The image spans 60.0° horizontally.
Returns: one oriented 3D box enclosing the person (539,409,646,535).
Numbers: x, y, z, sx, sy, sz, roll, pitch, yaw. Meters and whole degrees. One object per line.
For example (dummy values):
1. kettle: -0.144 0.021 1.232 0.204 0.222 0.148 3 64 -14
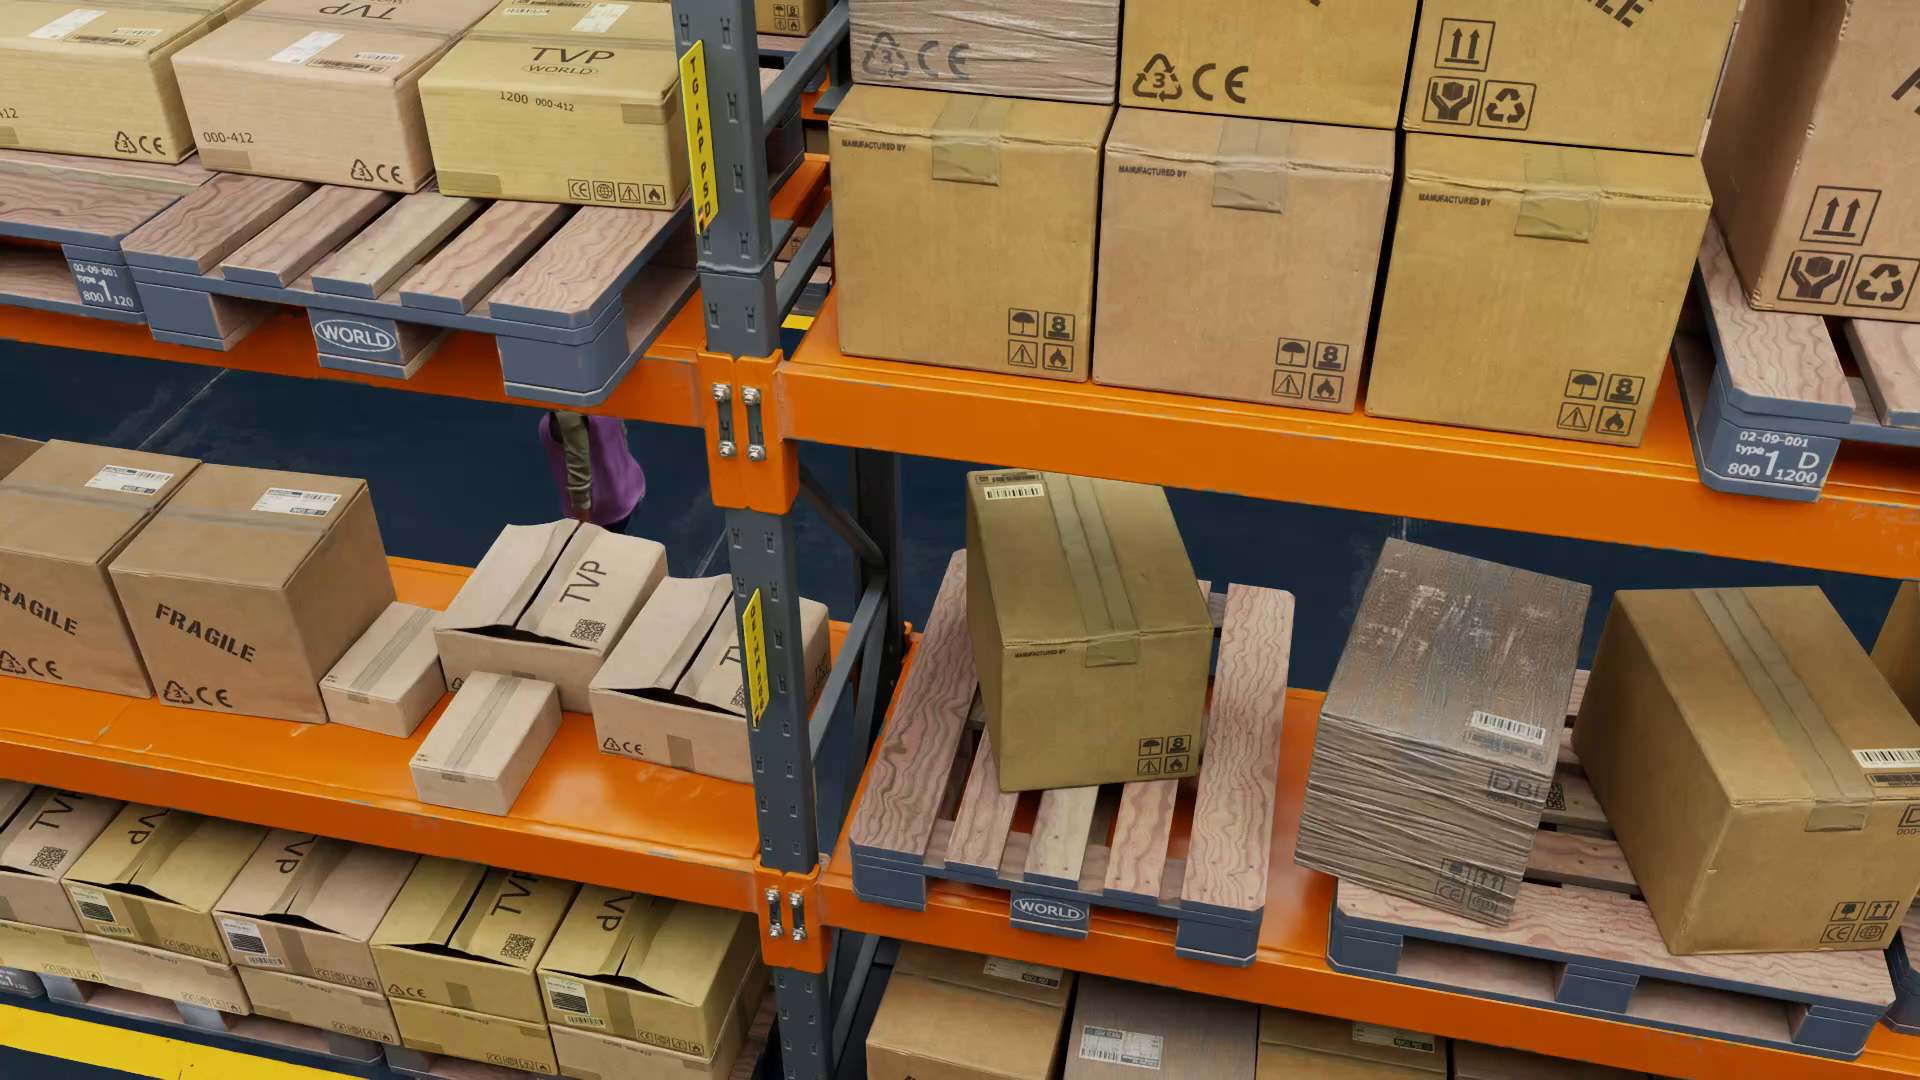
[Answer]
1. person: -1.291 -0.134 6.302 0.573 1.579 0.441 9 38 11
